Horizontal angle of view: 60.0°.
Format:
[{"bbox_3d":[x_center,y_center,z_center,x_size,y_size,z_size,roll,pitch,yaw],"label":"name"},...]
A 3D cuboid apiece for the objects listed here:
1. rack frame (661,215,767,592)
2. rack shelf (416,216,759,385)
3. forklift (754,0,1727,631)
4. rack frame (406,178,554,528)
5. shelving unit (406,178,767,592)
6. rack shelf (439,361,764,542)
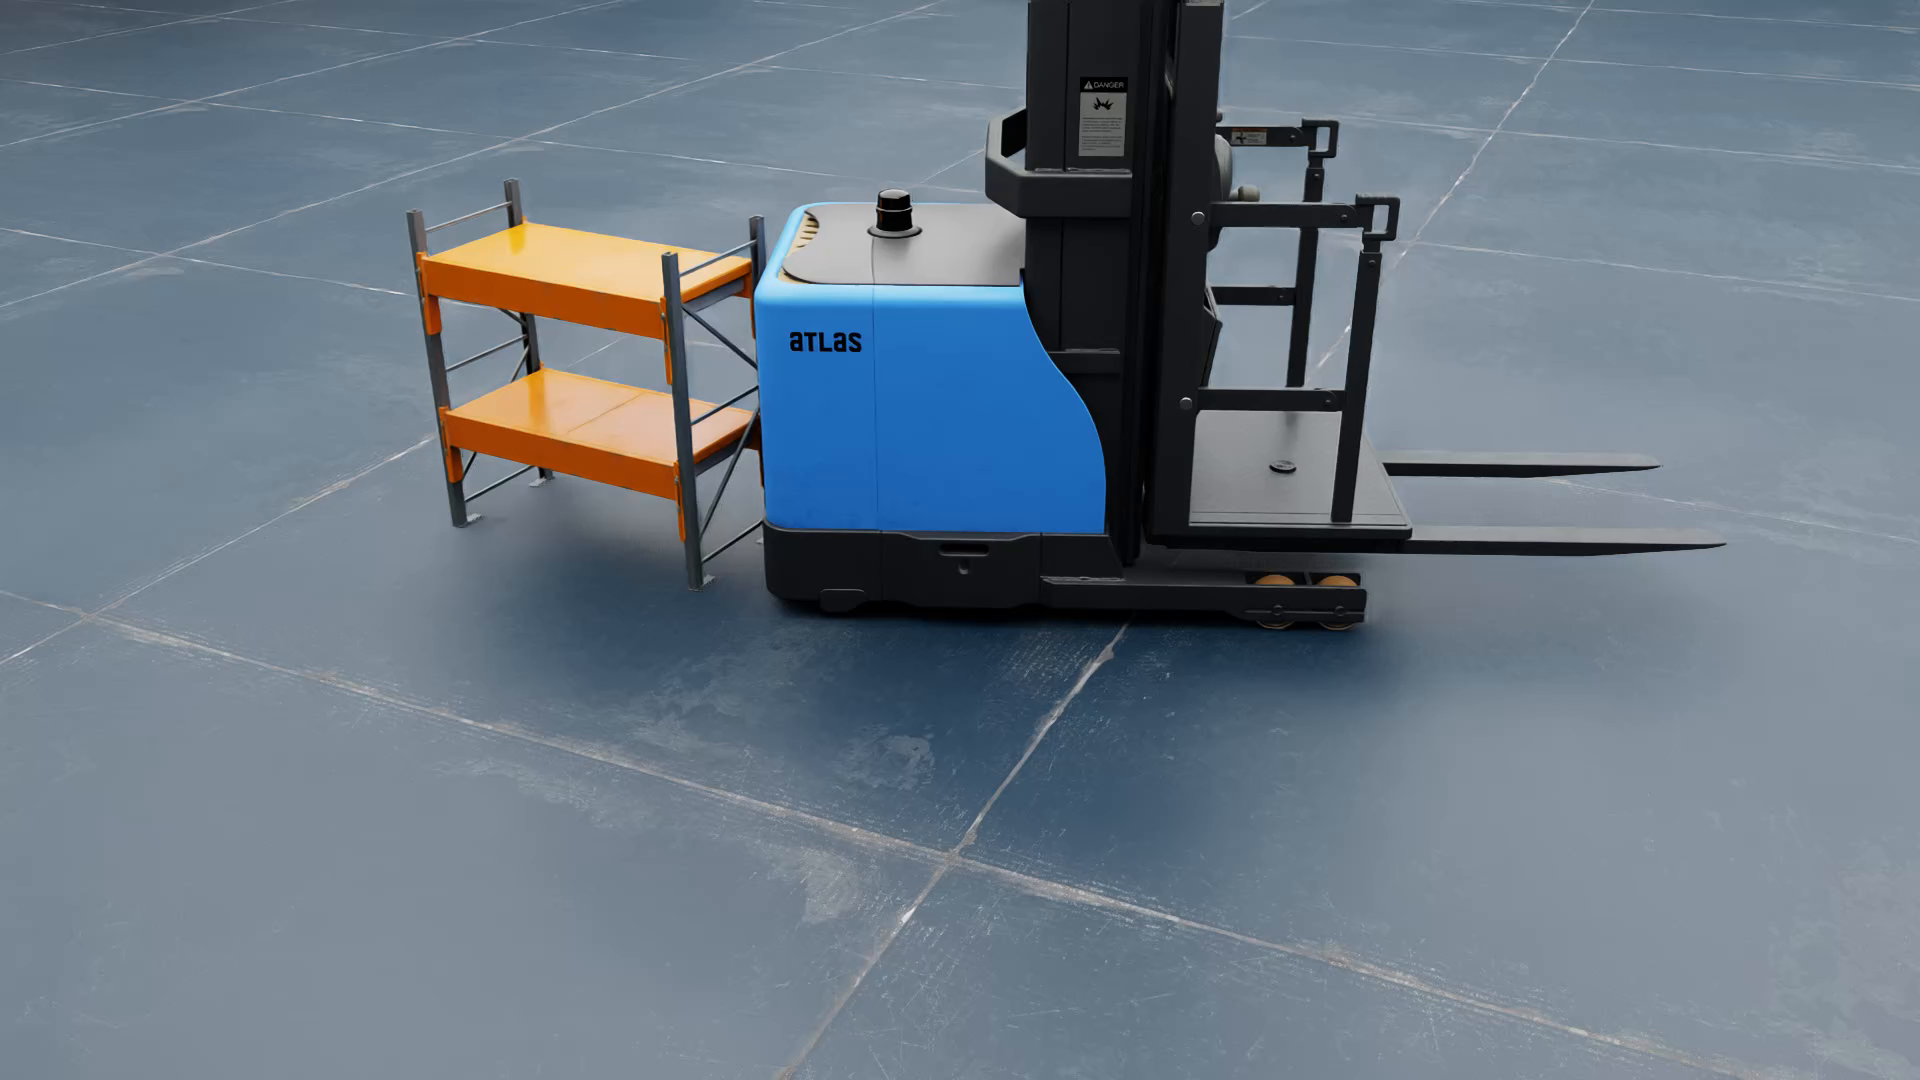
[{"bbox_3d":[-0.755,-0.435,5.360,0.032,1.125,0.500,13,29,25],"label":"rack frame"},{"bbox_3d":[-1.203,-0.803,5.444,1.000,0.278,0.538,13,29,25],"label":"rack shelf"},{"bbox_3d":[0.911,-1.274,5.019,3.031,2.935,1.130,1,26,2],"label":"forklift"},{"bbox_3d":[-1.652,-0.646,5.788,0.032,1.125,0.500,13,29,25],"label":"rack frame"},{"bbox_3d":[-1.204,-0.540,5.574,1.048,1.125,0.538,13,29,25],"label":"shelving unit"},{"bbox_3d":[-1.203,-0.321,5.682,1.000,0.278,0.538,13,29,25],"label":"rack shelf"}]
